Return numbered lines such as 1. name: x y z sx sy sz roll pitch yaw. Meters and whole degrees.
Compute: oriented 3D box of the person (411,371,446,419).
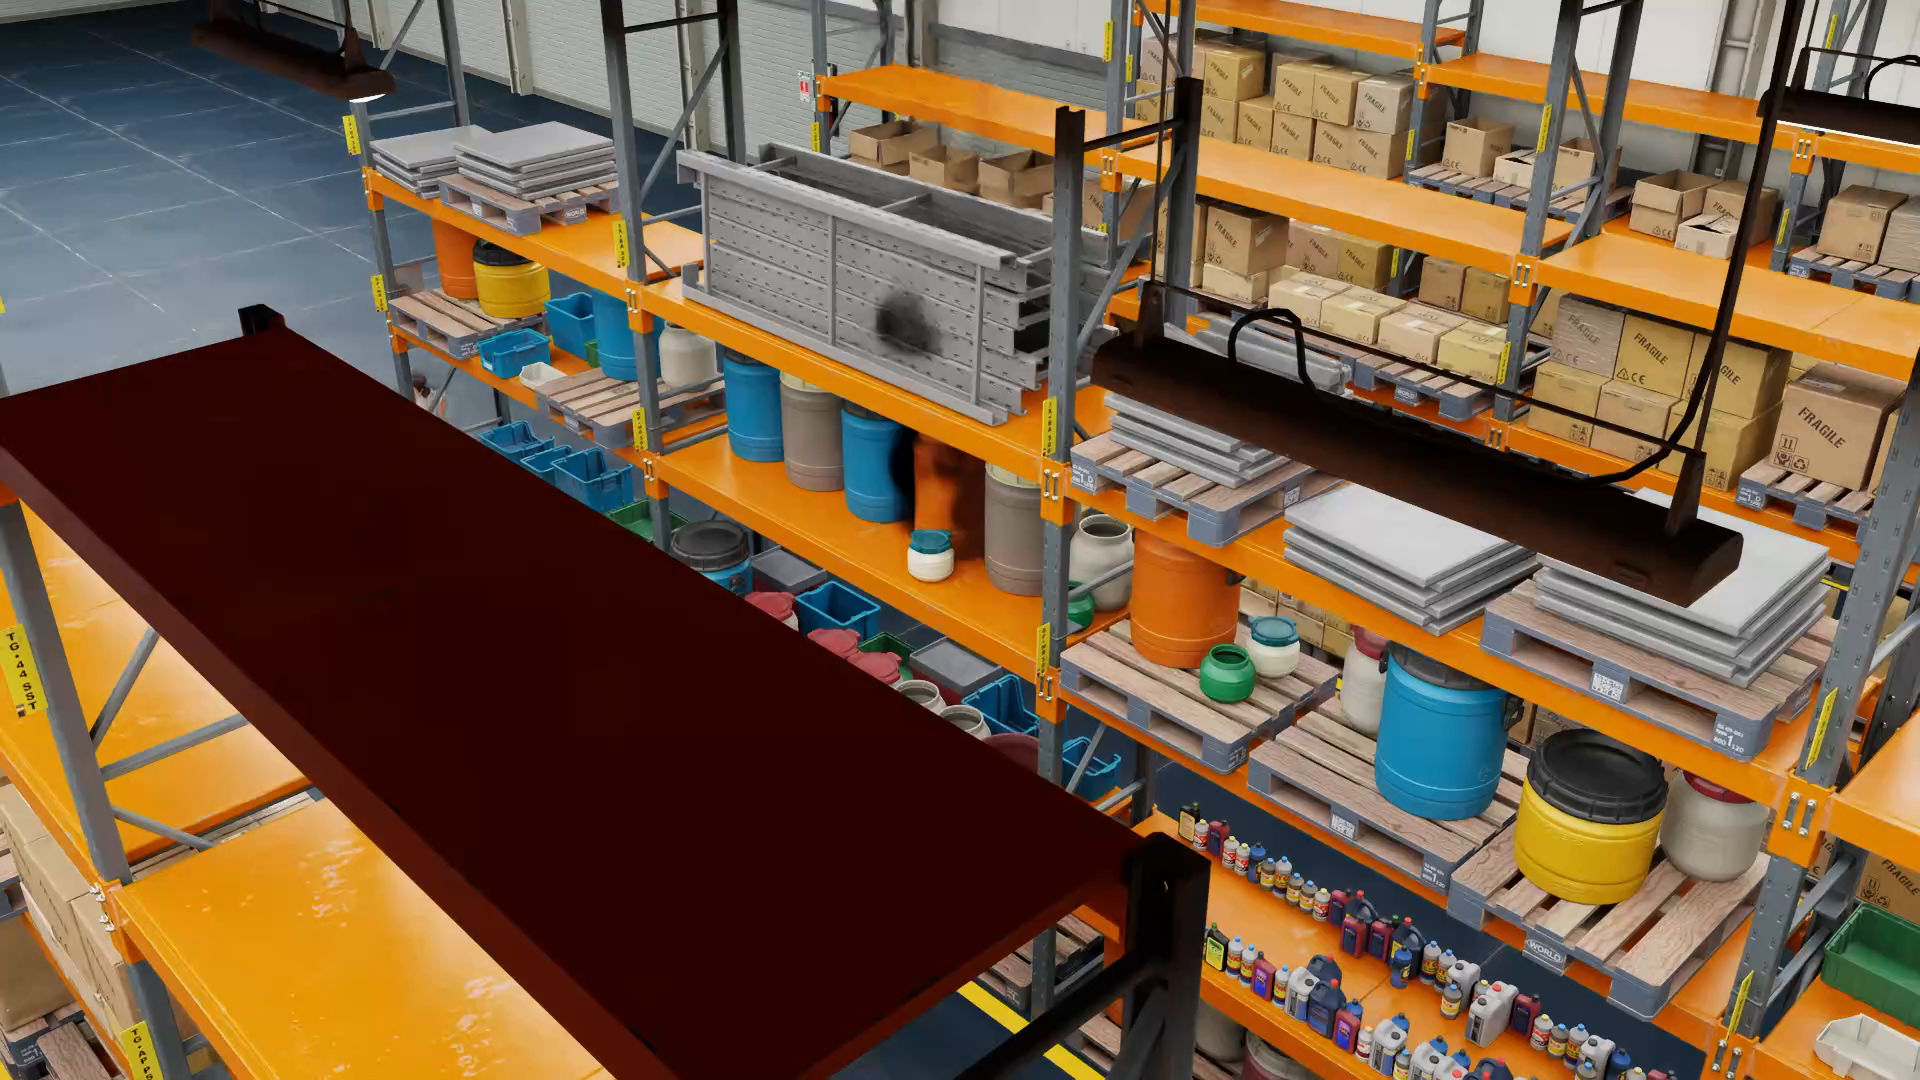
1. person: -5.477 -0.961 16.877 0.850 1.665 0.570 -5 29 -9
